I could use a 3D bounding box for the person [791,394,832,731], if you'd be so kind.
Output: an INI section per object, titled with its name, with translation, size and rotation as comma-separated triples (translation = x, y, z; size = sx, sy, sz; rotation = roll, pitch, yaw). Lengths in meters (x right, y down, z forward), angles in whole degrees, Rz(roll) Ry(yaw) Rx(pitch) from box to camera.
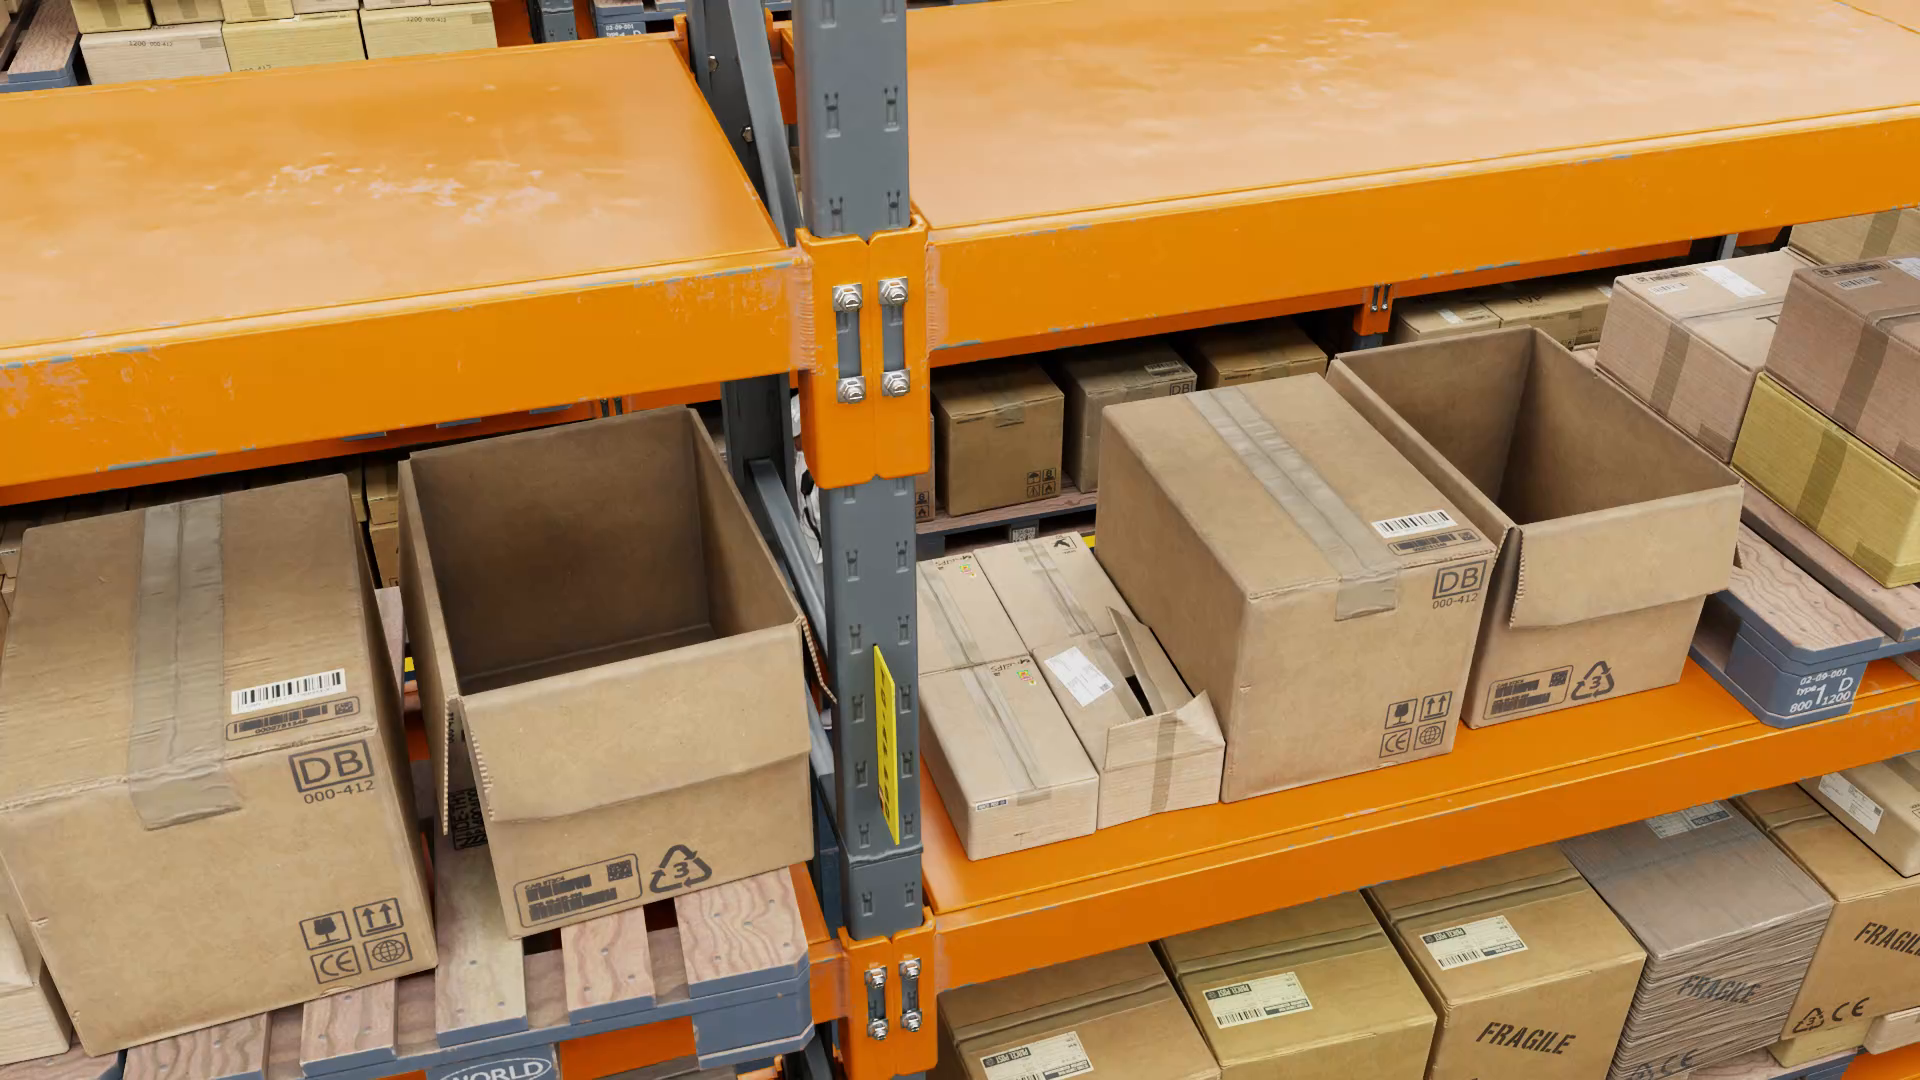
[person]
translation = -0.584, 0.064, 7.339
size = 0.469, 1.665, 0.546
rotation = -12, 36, -17
